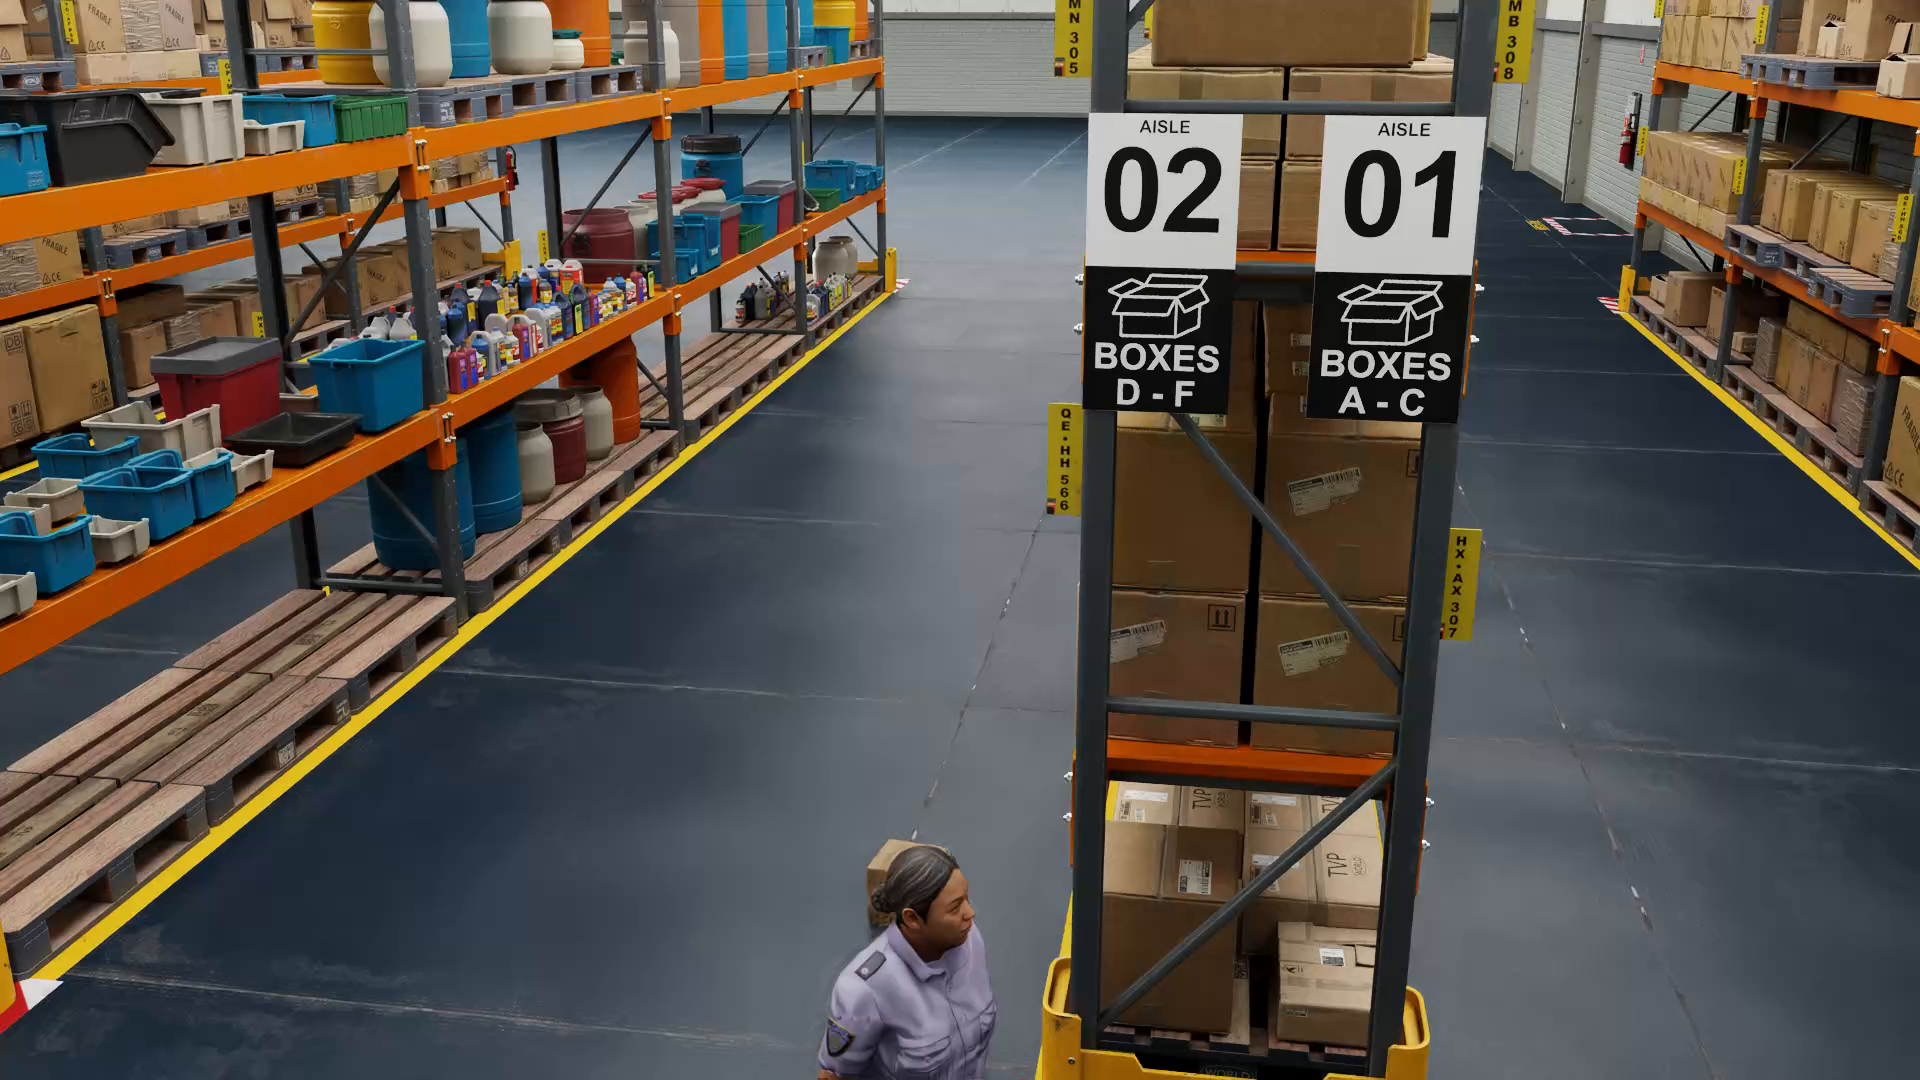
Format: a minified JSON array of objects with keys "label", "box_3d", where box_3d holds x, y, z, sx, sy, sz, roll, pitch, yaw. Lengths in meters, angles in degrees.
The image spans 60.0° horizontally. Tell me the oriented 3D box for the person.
[{"label":"person","box_3d":[-0.212,1.454,4.125,0.695,1.595,0.544,12,22,33]}]
